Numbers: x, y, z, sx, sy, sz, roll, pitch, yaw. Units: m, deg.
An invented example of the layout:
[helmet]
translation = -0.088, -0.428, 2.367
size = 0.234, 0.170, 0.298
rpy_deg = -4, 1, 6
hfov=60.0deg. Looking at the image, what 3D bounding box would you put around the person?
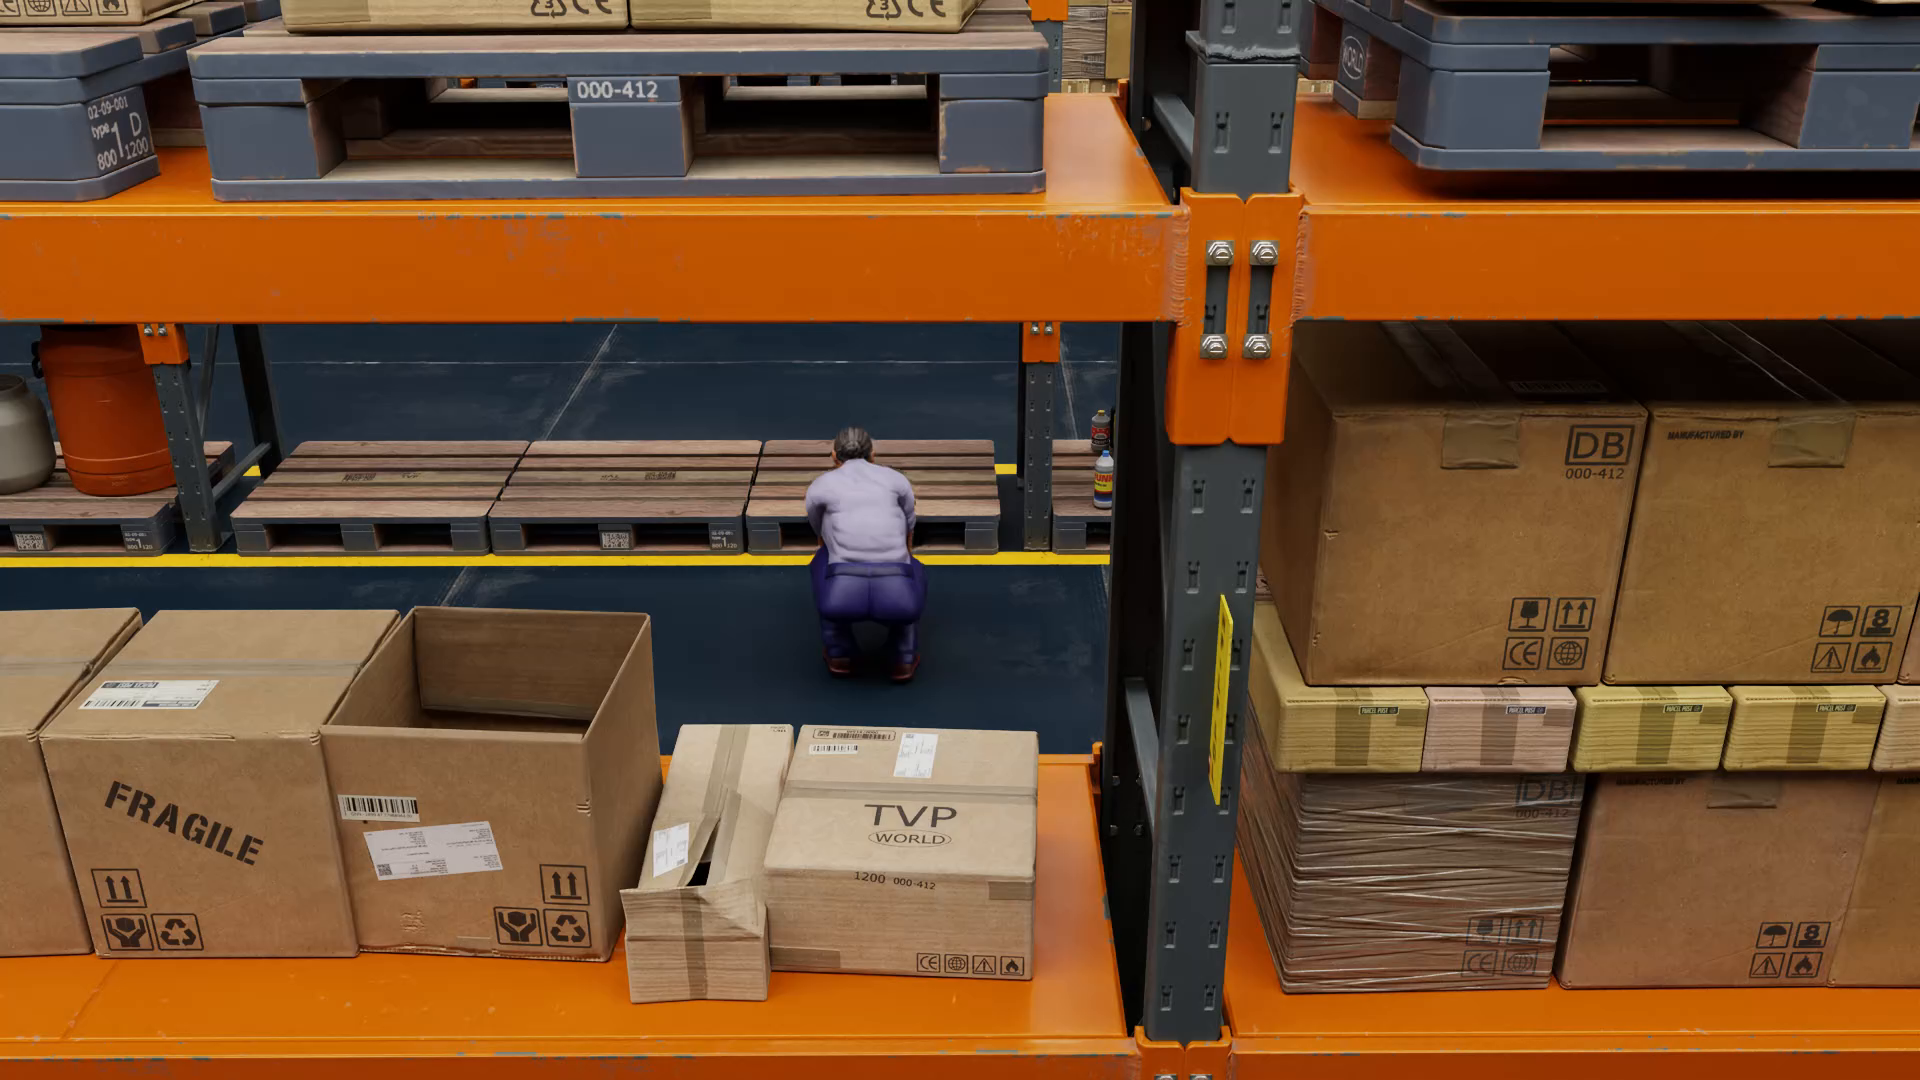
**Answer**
[person]
translation = -0.382, 0.058, 6.869
size = 0.505, 0.945, 0.834
rpy_deg = -1, 24, -2
